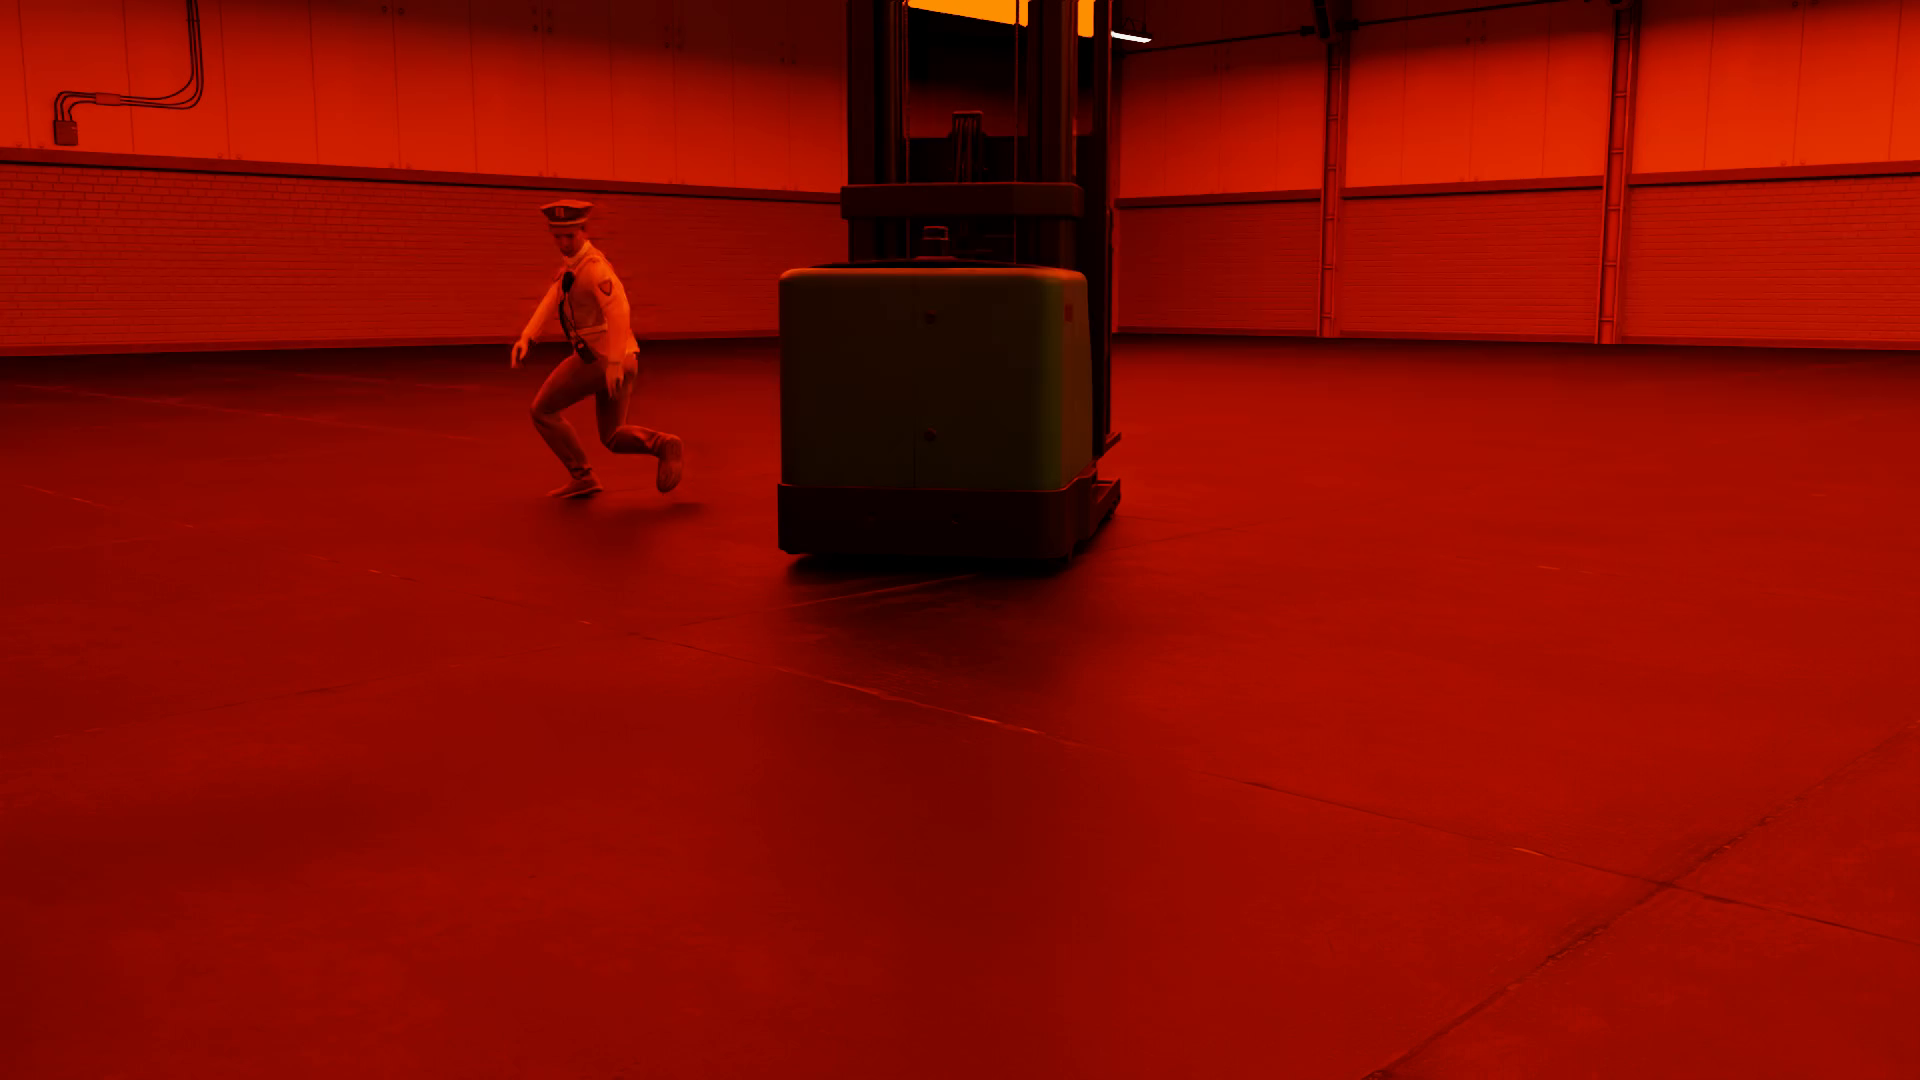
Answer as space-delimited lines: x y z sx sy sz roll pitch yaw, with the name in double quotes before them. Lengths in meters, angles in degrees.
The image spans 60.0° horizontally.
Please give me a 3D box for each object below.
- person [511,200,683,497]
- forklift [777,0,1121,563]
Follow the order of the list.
"person" -1.744 -0.891 7.965 0.844 1.449 0.564 1 9 10
"forklift" 0.121 -1.544 7.127 1.130 2.935 3.031 2 9 11
